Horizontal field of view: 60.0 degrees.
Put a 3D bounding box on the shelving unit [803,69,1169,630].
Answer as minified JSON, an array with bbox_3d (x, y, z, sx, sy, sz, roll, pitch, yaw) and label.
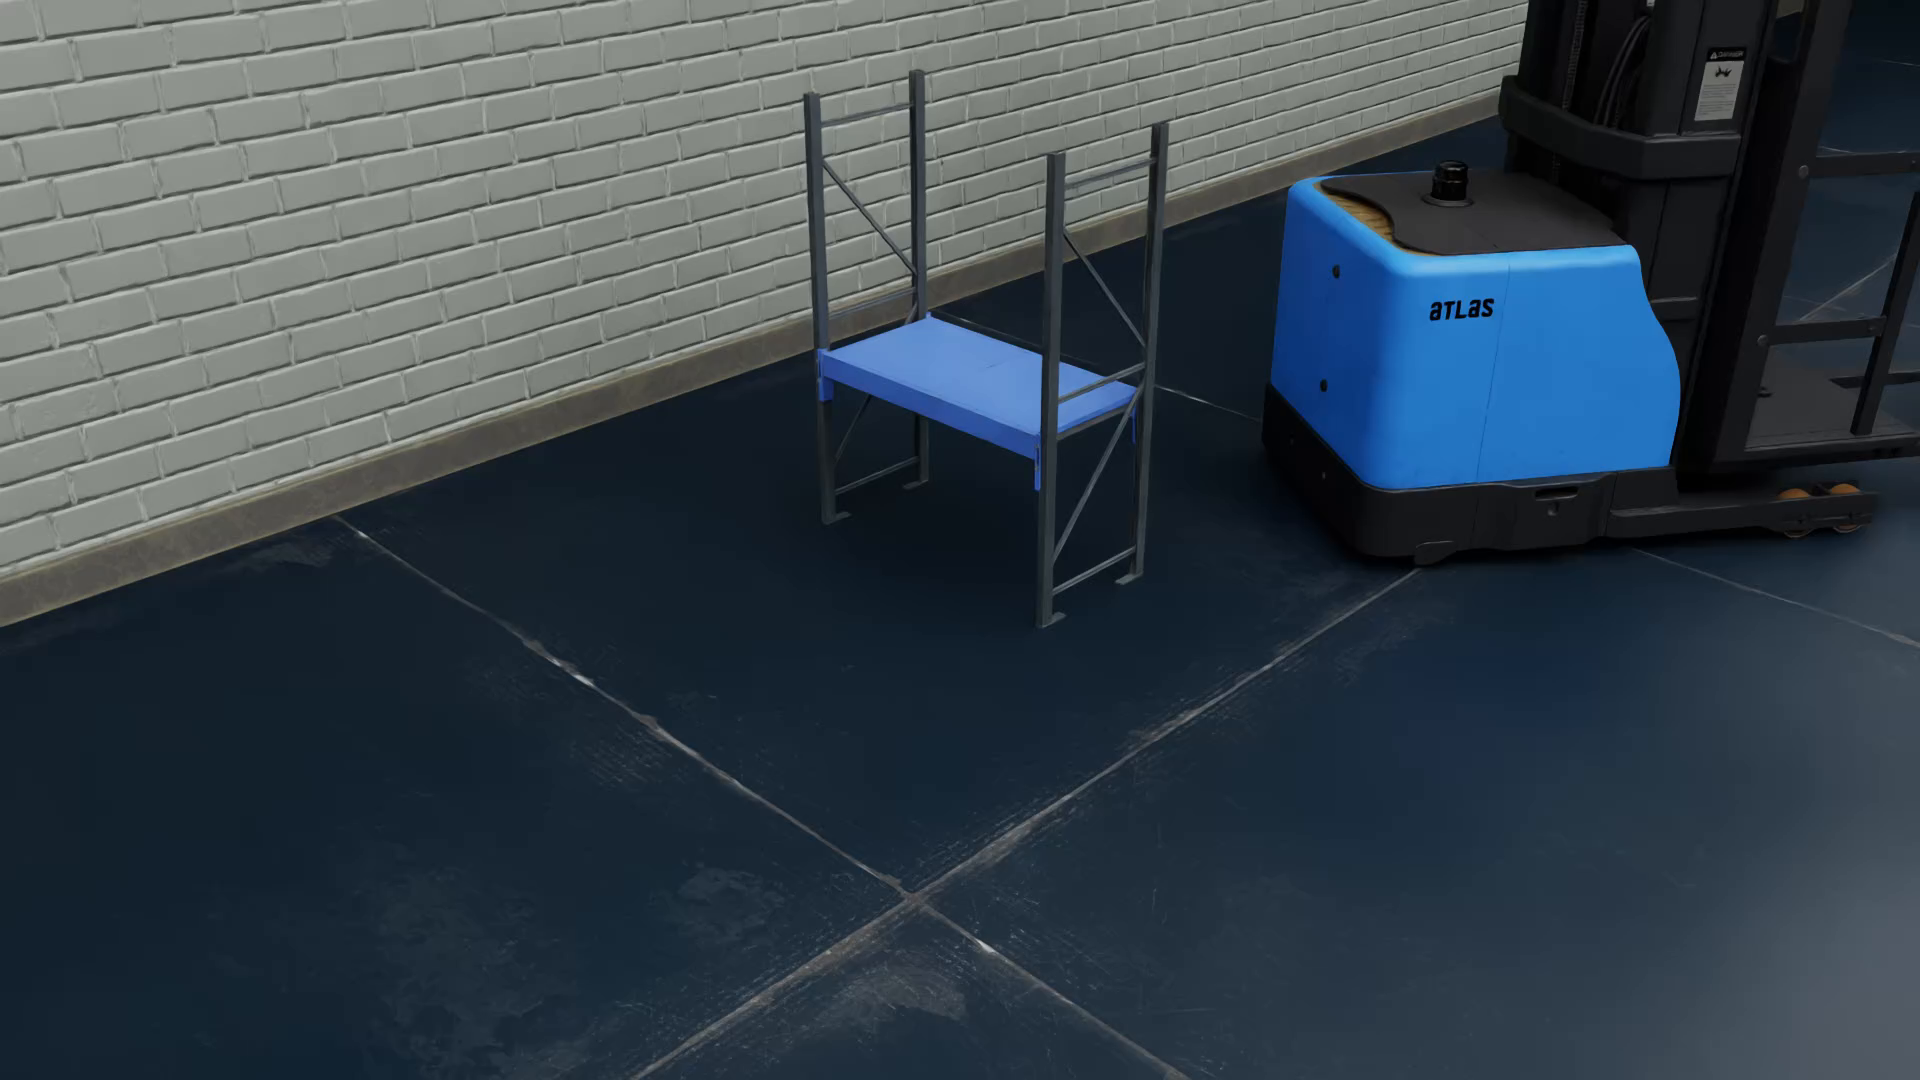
[{"bbox_3d":[0.061,-0.636,5.348,1.048,1.500,0.538,25,36,38],"label":"shelving unit"}]

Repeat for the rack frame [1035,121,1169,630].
[{"bbox_3d":[0.423,-0.470,5.033,0.032,1.500,0.500,25,36,38],"label":"rack frame"}]

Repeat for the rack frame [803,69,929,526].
[{"bbox_3d":[-0.302,-0.802,5.663,0.032,1.500,0.500,25,36,38],"label":"rack frame"}]

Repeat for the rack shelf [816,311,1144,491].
[{"bbox_3d":[0.061,-0.477,5.432,1.000,0.185,0.538,25,36,38],"label":"rack shelf"}]

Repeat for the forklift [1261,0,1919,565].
[{"bbox_3d":[2.712,-1.542,5.533,3.031,2.935,1.130,-5,28,-10],"label":"forklift"}]
